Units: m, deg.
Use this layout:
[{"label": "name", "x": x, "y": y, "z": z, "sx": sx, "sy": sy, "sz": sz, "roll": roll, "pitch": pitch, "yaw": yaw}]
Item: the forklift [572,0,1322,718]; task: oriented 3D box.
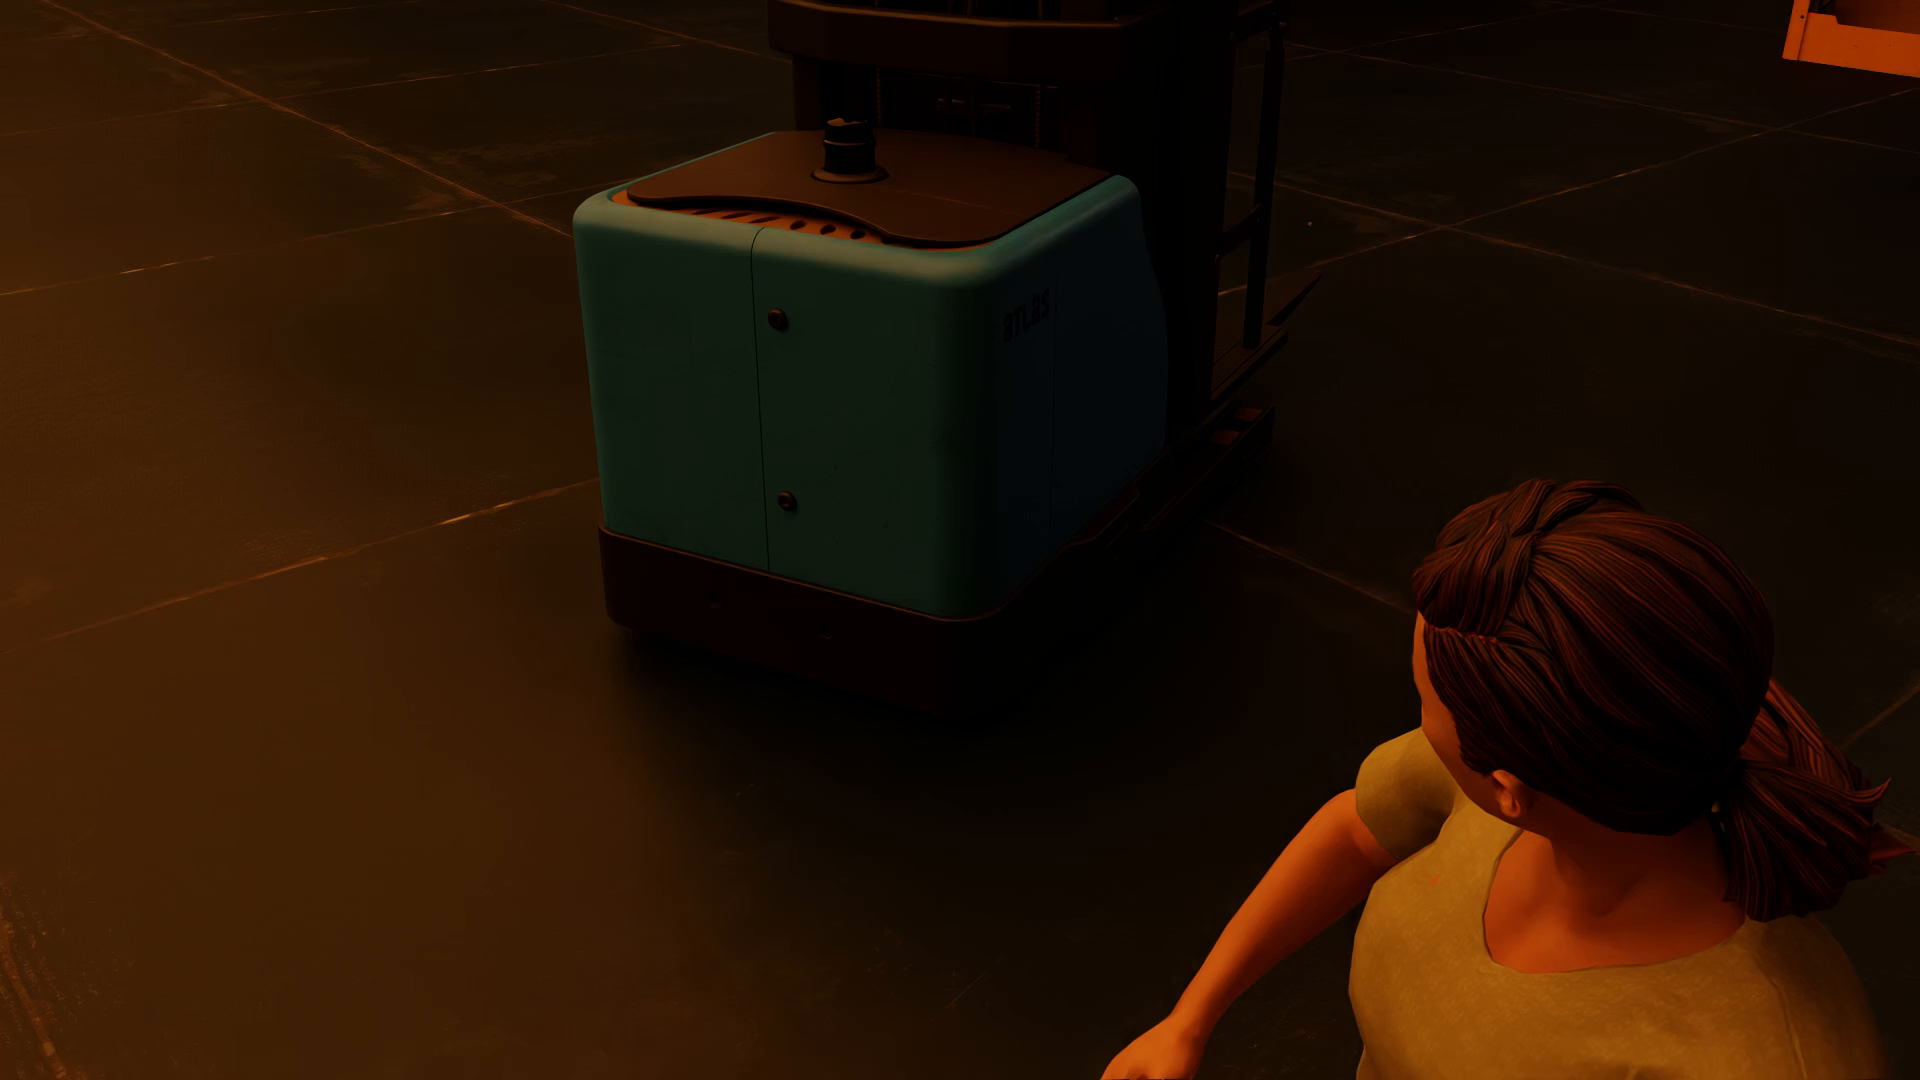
[{"label": "forklift", "x": 0.285, "y": -1.552, "z": 4.331, "sx": 1.130, "sy": 2.935, "sz": 3.031, "roll": 13, "pitch": 29, "yaw": 25}]

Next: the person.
[{"label": "person", "x": 0.413, "y": 0.764, "z": 1.367, "sx": 0.420, "sy": 1.336, "sz": 0.603, "roll": -12, "pitch": 29, "yaw": -22}]
